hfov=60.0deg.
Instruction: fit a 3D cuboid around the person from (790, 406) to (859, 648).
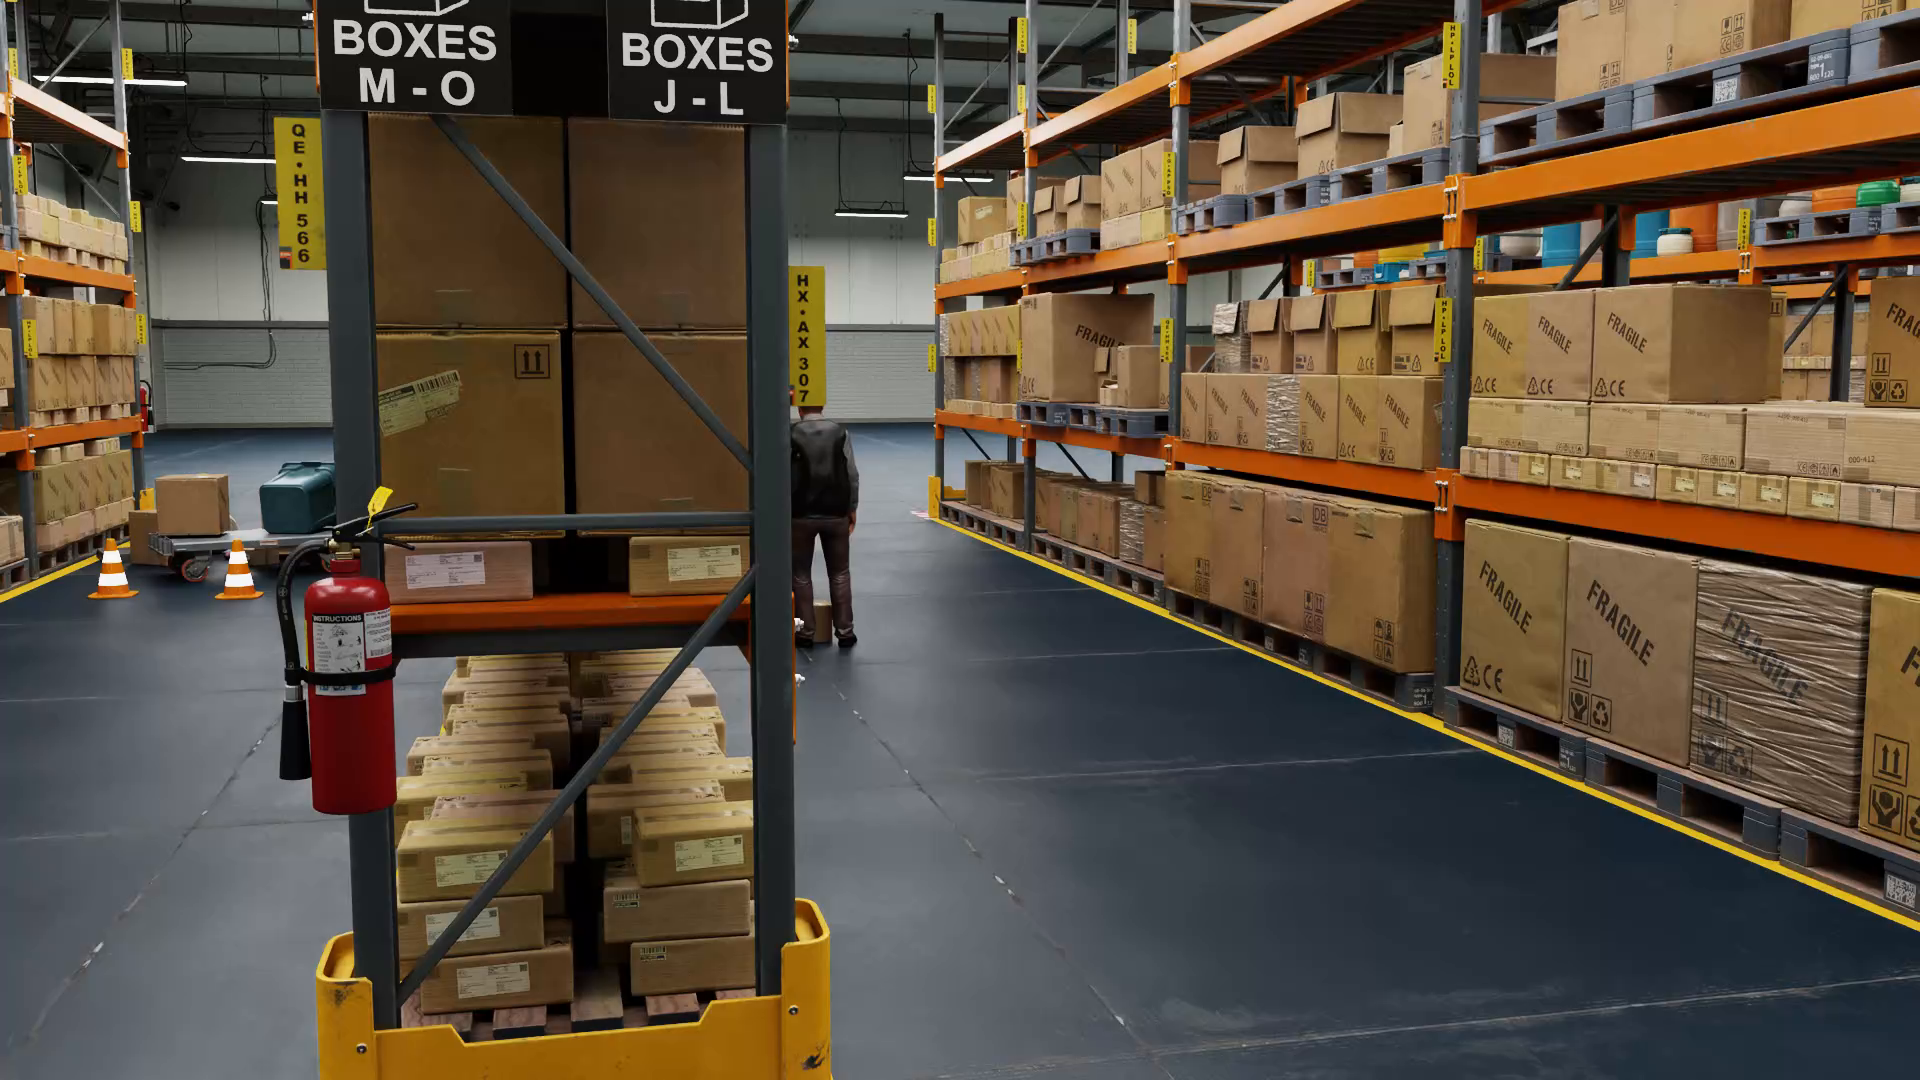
[{"bbox_3d":[-0.955,-0.152,10.982,0.592,1.722,0.466,-2,6,-16],"label":"person"}]
